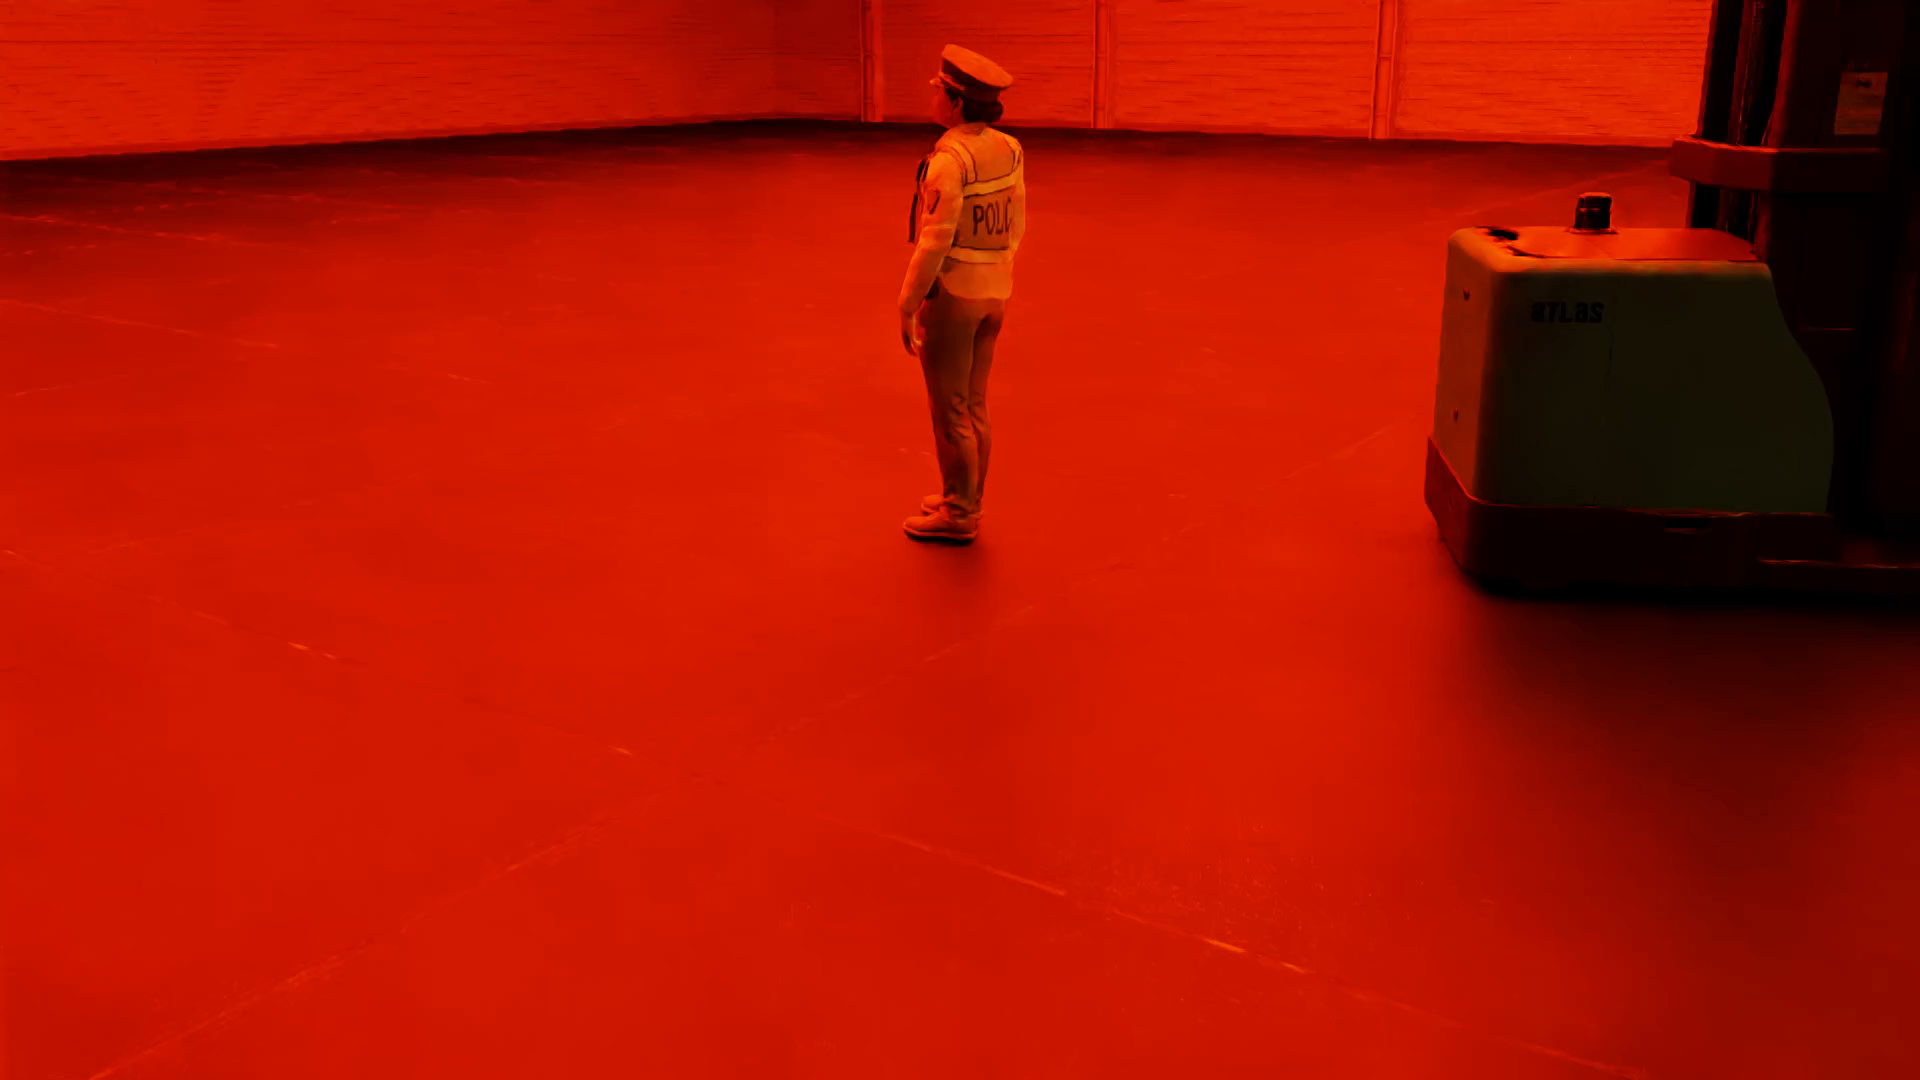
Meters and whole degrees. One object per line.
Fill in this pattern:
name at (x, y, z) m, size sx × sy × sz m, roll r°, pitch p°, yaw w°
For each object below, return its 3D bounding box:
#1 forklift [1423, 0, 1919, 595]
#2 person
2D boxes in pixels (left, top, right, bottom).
forklift at (3.184, -1.317, 5.236) m, size 3.031 × 2.935 × 1.130 m, roll 2°, pitch 17°, yaw 7°
person at (-0.052, -0.832, 5.746) m, size 0.532 × 1.695 × 0.586 m, roll 11°, pitch 20°, yaw 33°
